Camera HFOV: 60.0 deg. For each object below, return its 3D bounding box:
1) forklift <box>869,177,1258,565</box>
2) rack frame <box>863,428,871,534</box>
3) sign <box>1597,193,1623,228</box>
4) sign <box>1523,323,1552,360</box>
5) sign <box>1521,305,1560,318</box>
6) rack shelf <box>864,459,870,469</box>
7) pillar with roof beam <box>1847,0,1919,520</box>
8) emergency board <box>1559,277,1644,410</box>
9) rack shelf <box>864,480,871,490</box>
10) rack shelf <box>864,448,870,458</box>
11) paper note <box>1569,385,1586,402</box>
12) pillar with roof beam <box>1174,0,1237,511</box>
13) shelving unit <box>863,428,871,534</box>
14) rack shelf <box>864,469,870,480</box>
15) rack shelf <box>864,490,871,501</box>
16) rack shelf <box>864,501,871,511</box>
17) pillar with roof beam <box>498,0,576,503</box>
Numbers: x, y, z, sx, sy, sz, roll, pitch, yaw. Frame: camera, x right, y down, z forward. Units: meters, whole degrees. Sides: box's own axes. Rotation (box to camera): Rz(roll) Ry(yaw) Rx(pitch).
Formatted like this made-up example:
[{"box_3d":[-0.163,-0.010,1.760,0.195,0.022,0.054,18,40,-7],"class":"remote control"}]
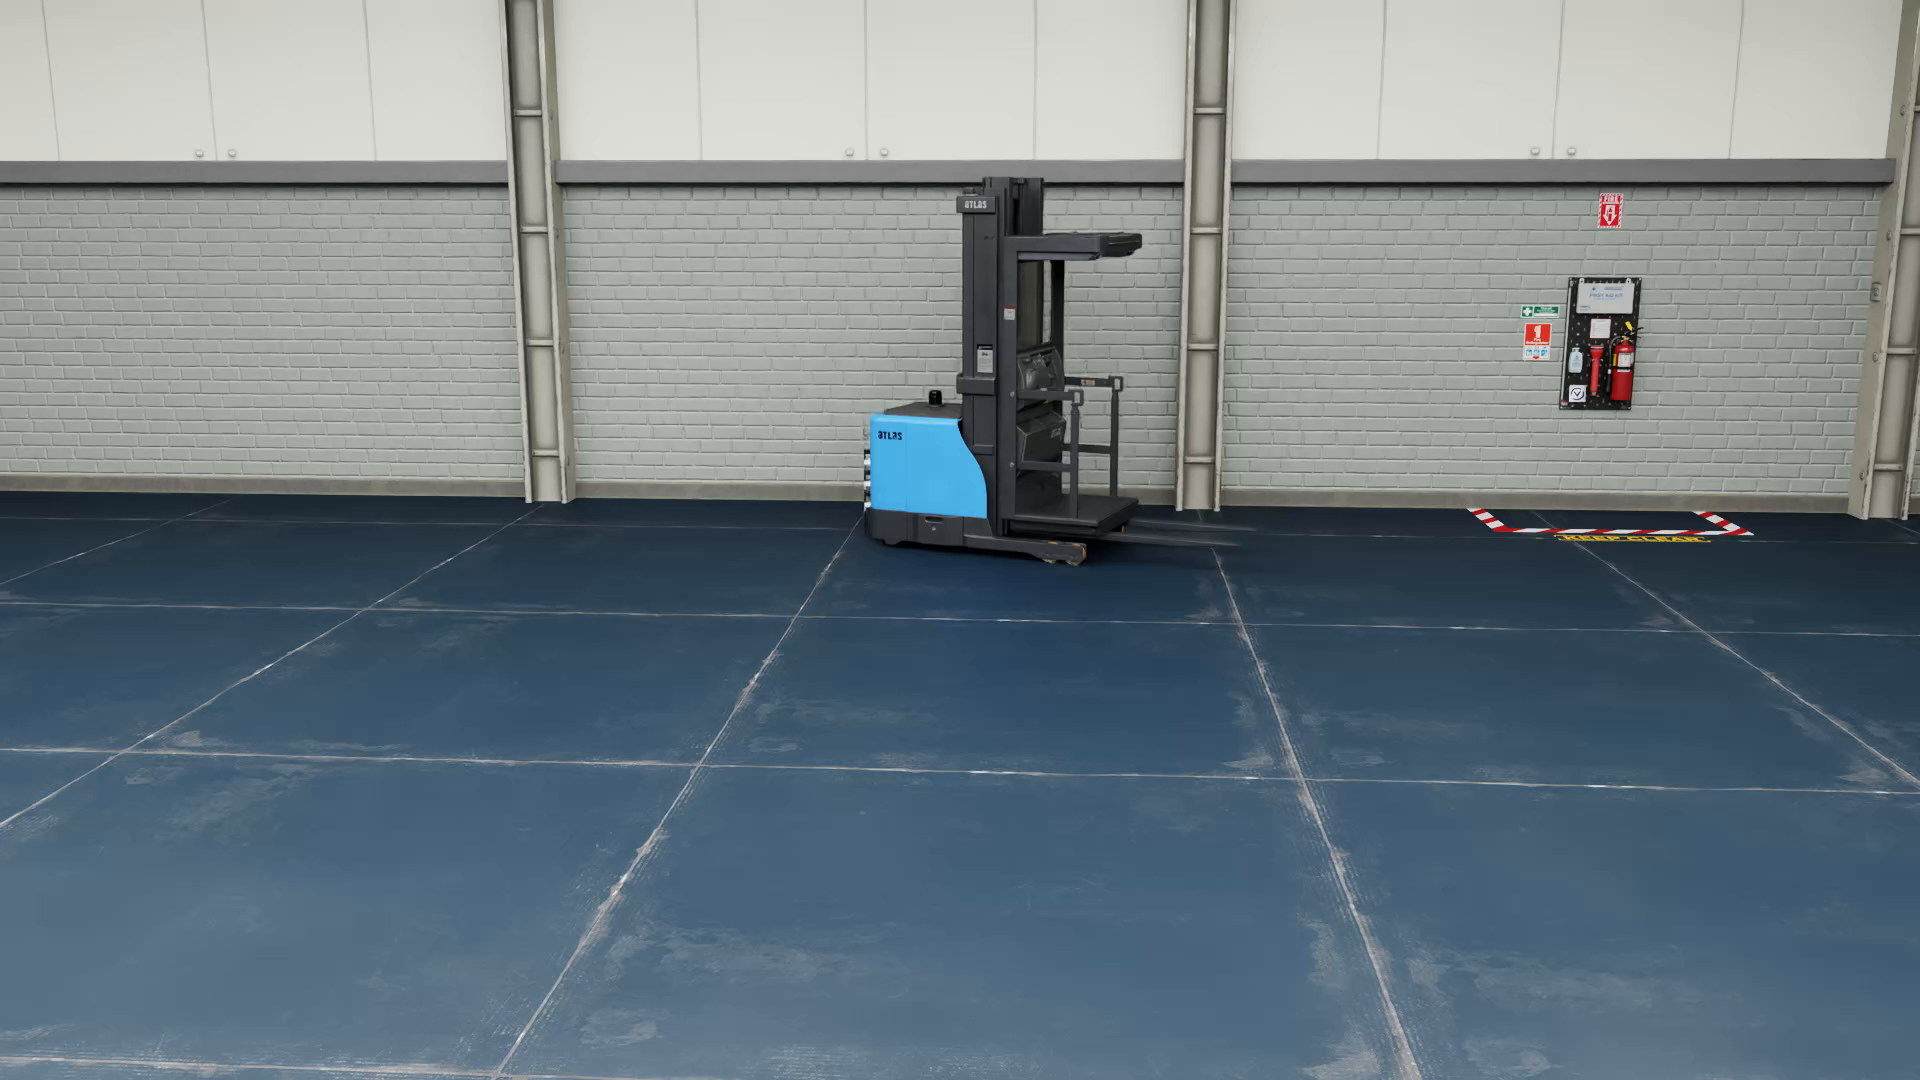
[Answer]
[{"box_3d":[0.825,-1.362,13.123,3.031,2.935,1.130,5,13,23],"class":"forklift"},{"box_3d":[-0.755,-0.511,14.015,0.006,0.900,0.240,5,13,23],"class":"rack frame"},{"box_3d":[5.684,-2.877,14.534,0.199,0.298,0.001,1,12,4],"class":"sign"},{"box_3d":[5.140,-1.768,14.807,0.234,0.329,0.001,1,12,4],"class":"sign"},{"box_3d":[5.144,-2.026,14.744,0.331,0.109,0.001,1,12,4],"class":"sign"},{"box_3d":[-0.661,-0.647,13.946,0.200,0.077,0.258,5,13,23],"class":"rack shelf"},{"box_3d":[7.860,-3.737,9.656,0.400,9.000,9.100,1,12,4],"class":"pillar with roof beam"},{"box_3d":[5.685,-1.722,14.674,0.643,1.169,0.194,1,12,4],"class":"emergency board"},{"box_3d":[-0.661,-0.471,13.983,0.200,0.077,0.258,5,13,23],"class":"rack shelf"},{"box_3d":[-0.661,-0.735,13.928,0.200,0.077,0.258,5,13,23],"class":"rack shelf"},{"box_3d":[5.513,-1.307,14.843,0.142,0.148,0.016,1,12,4],"class":"paper note"},{"box_3d":[1.874,-3.819,10.049,0.400,9.000,9.100,1,12,4],"class":"pillar with roof beam"},{"box_3d":[-0.661,-0.503,13.976,0.210,0.900,0.258,5,13,23],"class":"shelving unit"},{"box_3d":[-0.661,-0.559,13.965,0.200,0.077,0.258,5,13,23],"class":"rack shelf"},{"box_3d":[-0.661,-0.383,14.001,0.200,0.077,0.258,5,13,23],"class":"rack shelf"},{"box_3d":[-0.661,-0.294,14.020,0.200,0.077,0.258,5,13,23],"class":"rack shelf"},{"box_3d":[-4.113,-3.901,10.441,0.400,9.000,9.100,1,12,4],"class":"pillar with roof beam"}]
